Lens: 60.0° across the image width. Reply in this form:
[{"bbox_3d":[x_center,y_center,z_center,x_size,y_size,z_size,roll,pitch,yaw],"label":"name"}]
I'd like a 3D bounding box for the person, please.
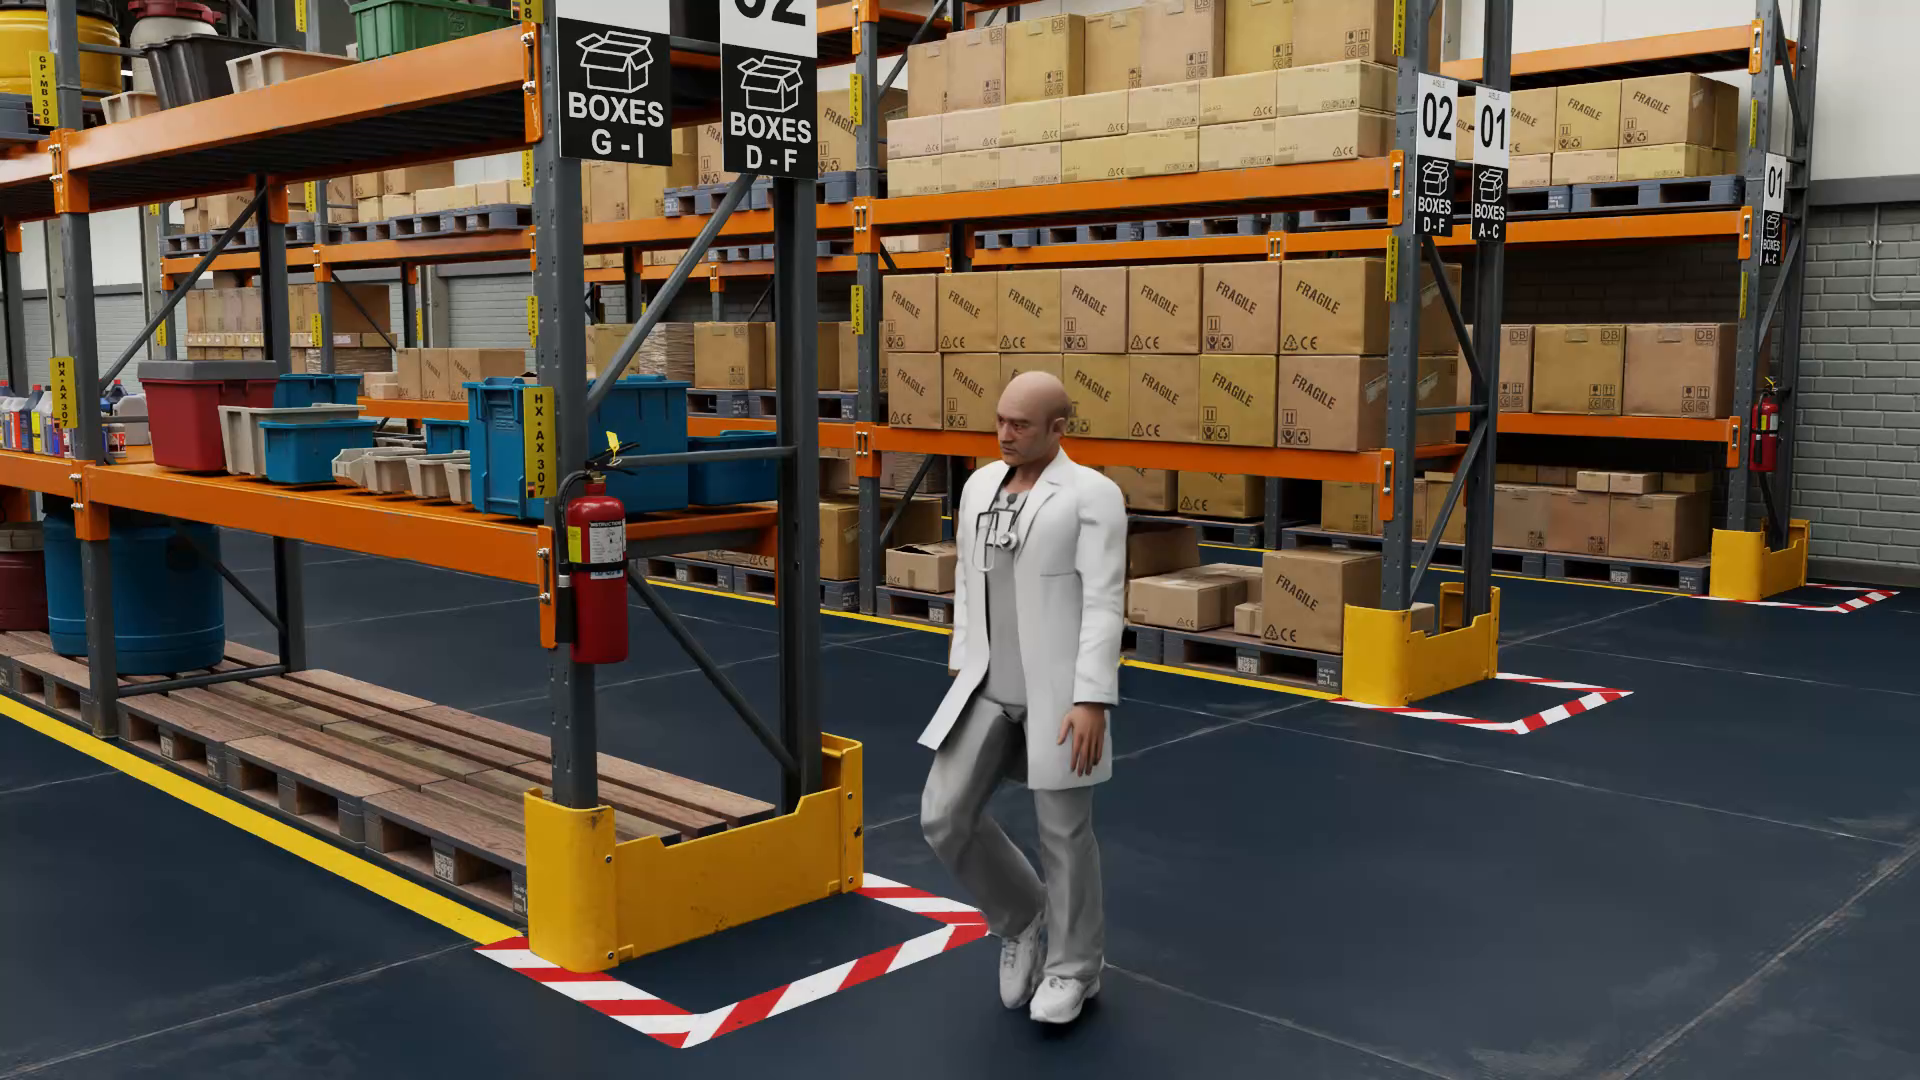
[{"bbox_3d":[0.190,0.444,4.553,0.637,1.803,0.491,5,8,35],"label":"person"}]
